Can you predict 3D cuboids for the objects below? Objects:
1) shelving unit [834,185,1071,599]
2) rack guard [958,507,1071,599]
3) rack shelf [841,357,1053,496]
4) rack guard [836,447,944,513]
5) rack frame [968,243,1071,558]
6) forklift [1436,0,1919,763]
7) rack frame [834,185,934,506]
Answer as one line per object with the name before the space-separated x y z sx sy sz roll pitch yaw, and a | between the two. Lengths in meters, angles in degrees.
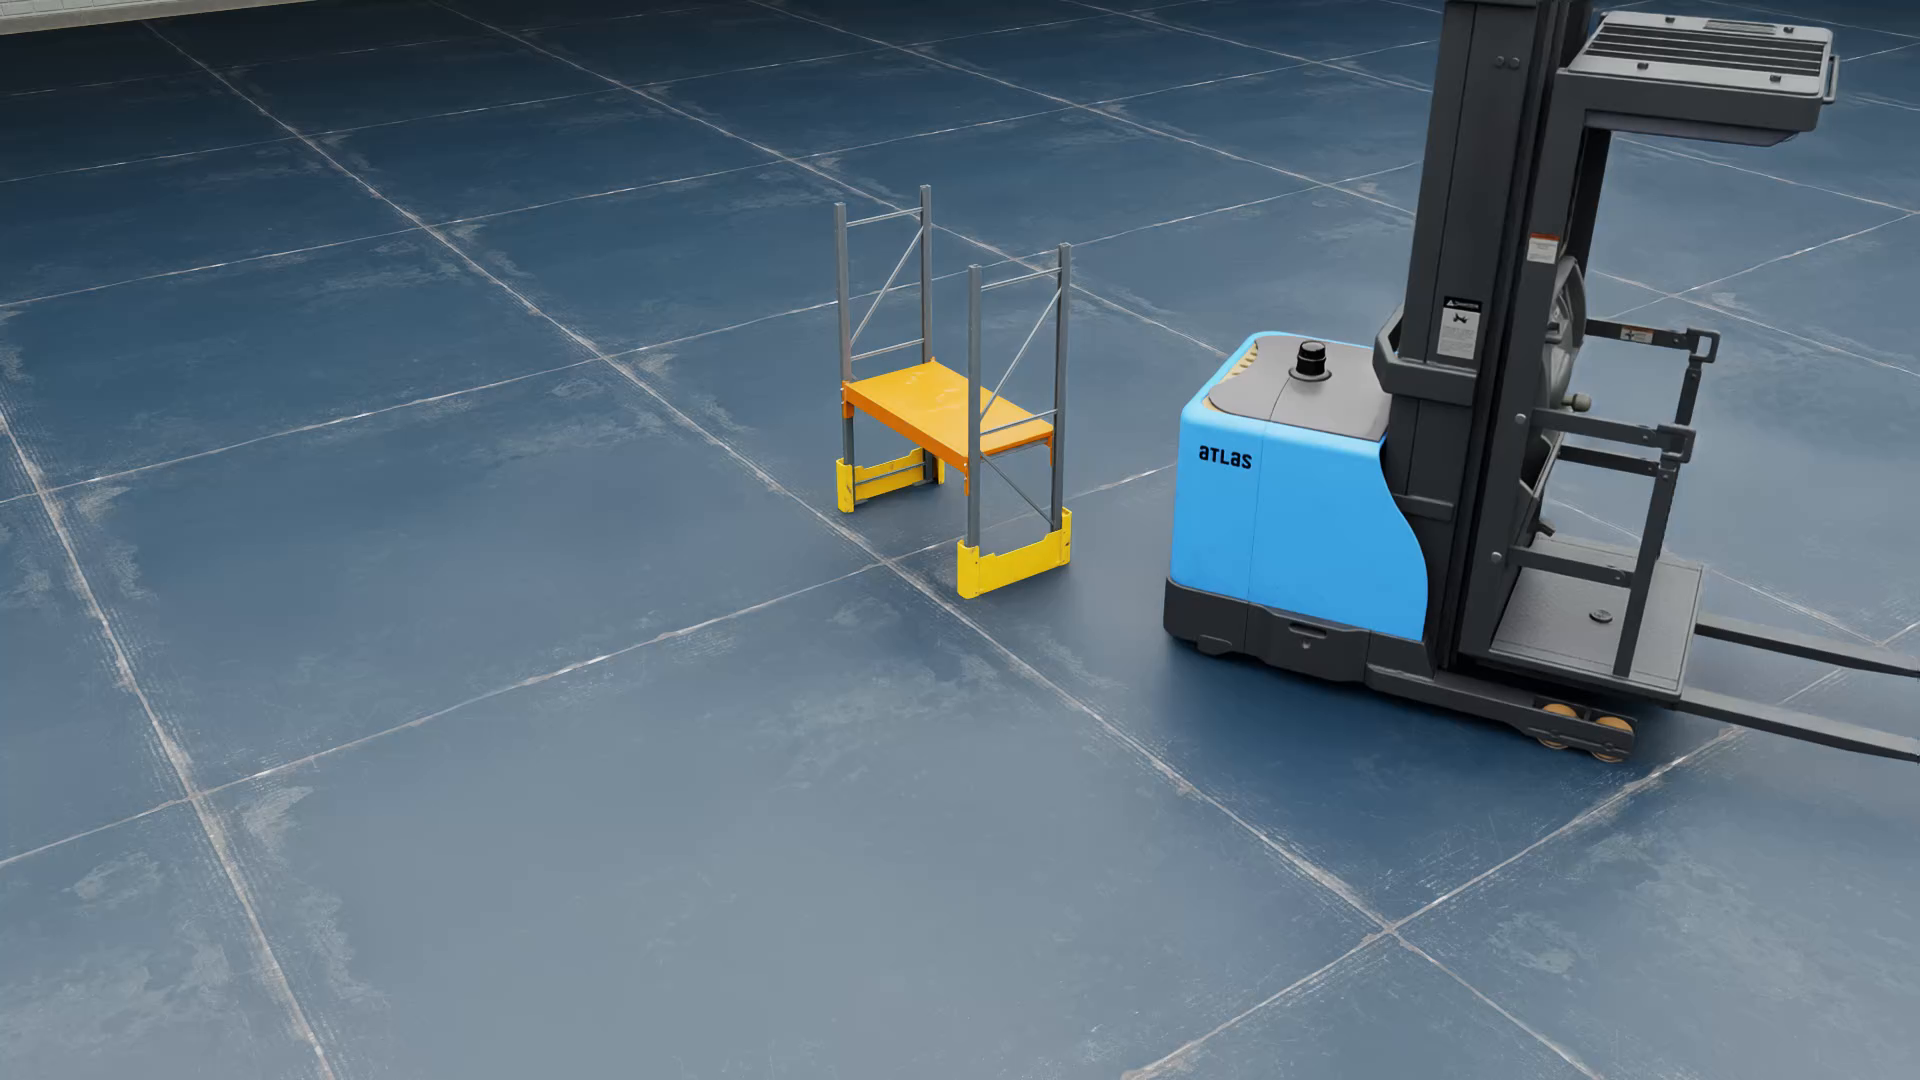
shelving unit | -0.044 -0.689 7.447 0.587 1.500 1.083 -19 34 -31
rack guard | 0.245 0.054 7.388 0.587 0.250 0.087 -19 34 -31
rack shelf | -0.049 -0.534 7.539 0.538 0.185 1.000 -19 34 -31
rack guard | -0.333 -0.333 8.101 0.587 0.250 0.087 -19 34 -31
rack frame | 0.245 -0.495 7.089 0.500 1.500 0.032 -19 34 -31
forklift | 2.400 -0.745 6.051 3.031 2.935 1.121 13 31 23
rack frame | -0.344 -0.890 7.817 0.500 1.500 0.032 -19 34 -31
